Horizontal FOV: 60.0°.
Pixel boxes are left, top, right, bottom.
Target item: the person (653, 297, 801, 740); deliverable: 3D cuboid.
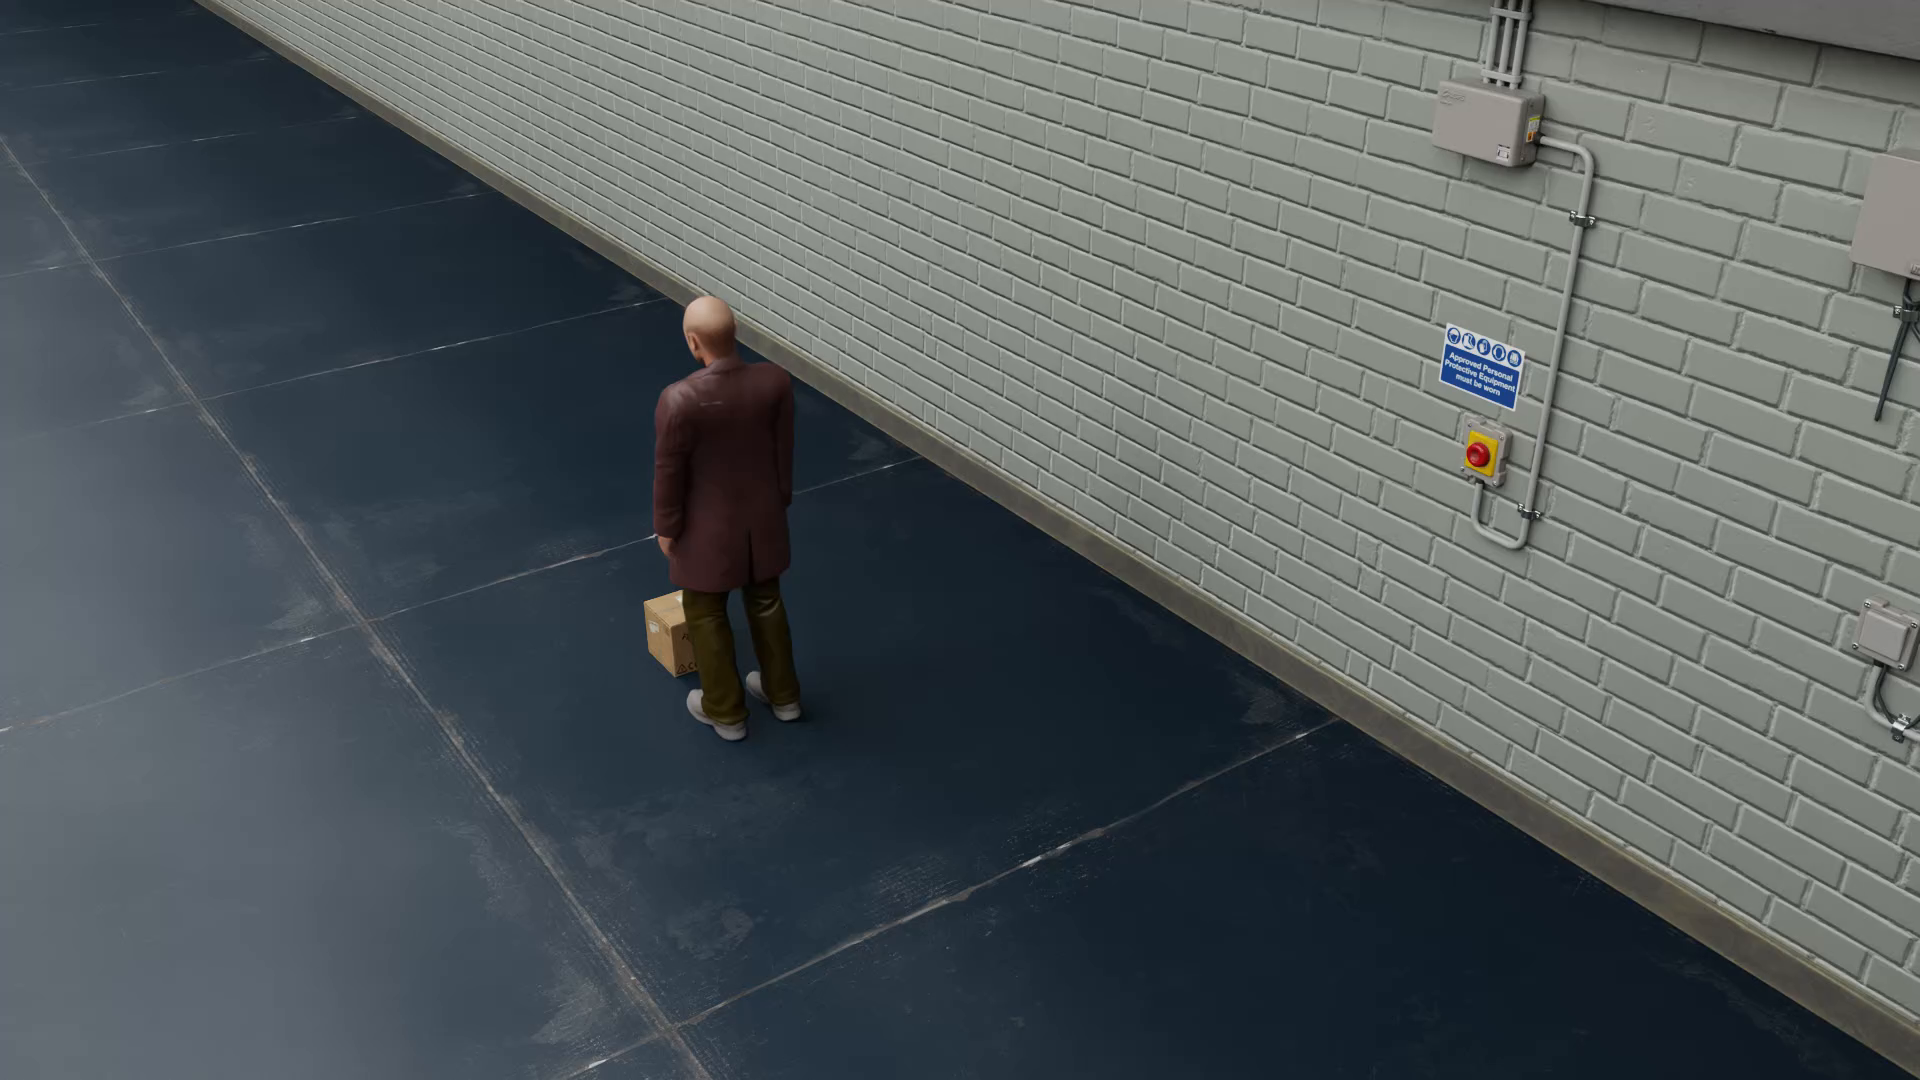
[{"bbox_3d":[-0.893,-0.075,6.296,0.562,1.776,0.379,-18,33,-30],"label":"person"}]
